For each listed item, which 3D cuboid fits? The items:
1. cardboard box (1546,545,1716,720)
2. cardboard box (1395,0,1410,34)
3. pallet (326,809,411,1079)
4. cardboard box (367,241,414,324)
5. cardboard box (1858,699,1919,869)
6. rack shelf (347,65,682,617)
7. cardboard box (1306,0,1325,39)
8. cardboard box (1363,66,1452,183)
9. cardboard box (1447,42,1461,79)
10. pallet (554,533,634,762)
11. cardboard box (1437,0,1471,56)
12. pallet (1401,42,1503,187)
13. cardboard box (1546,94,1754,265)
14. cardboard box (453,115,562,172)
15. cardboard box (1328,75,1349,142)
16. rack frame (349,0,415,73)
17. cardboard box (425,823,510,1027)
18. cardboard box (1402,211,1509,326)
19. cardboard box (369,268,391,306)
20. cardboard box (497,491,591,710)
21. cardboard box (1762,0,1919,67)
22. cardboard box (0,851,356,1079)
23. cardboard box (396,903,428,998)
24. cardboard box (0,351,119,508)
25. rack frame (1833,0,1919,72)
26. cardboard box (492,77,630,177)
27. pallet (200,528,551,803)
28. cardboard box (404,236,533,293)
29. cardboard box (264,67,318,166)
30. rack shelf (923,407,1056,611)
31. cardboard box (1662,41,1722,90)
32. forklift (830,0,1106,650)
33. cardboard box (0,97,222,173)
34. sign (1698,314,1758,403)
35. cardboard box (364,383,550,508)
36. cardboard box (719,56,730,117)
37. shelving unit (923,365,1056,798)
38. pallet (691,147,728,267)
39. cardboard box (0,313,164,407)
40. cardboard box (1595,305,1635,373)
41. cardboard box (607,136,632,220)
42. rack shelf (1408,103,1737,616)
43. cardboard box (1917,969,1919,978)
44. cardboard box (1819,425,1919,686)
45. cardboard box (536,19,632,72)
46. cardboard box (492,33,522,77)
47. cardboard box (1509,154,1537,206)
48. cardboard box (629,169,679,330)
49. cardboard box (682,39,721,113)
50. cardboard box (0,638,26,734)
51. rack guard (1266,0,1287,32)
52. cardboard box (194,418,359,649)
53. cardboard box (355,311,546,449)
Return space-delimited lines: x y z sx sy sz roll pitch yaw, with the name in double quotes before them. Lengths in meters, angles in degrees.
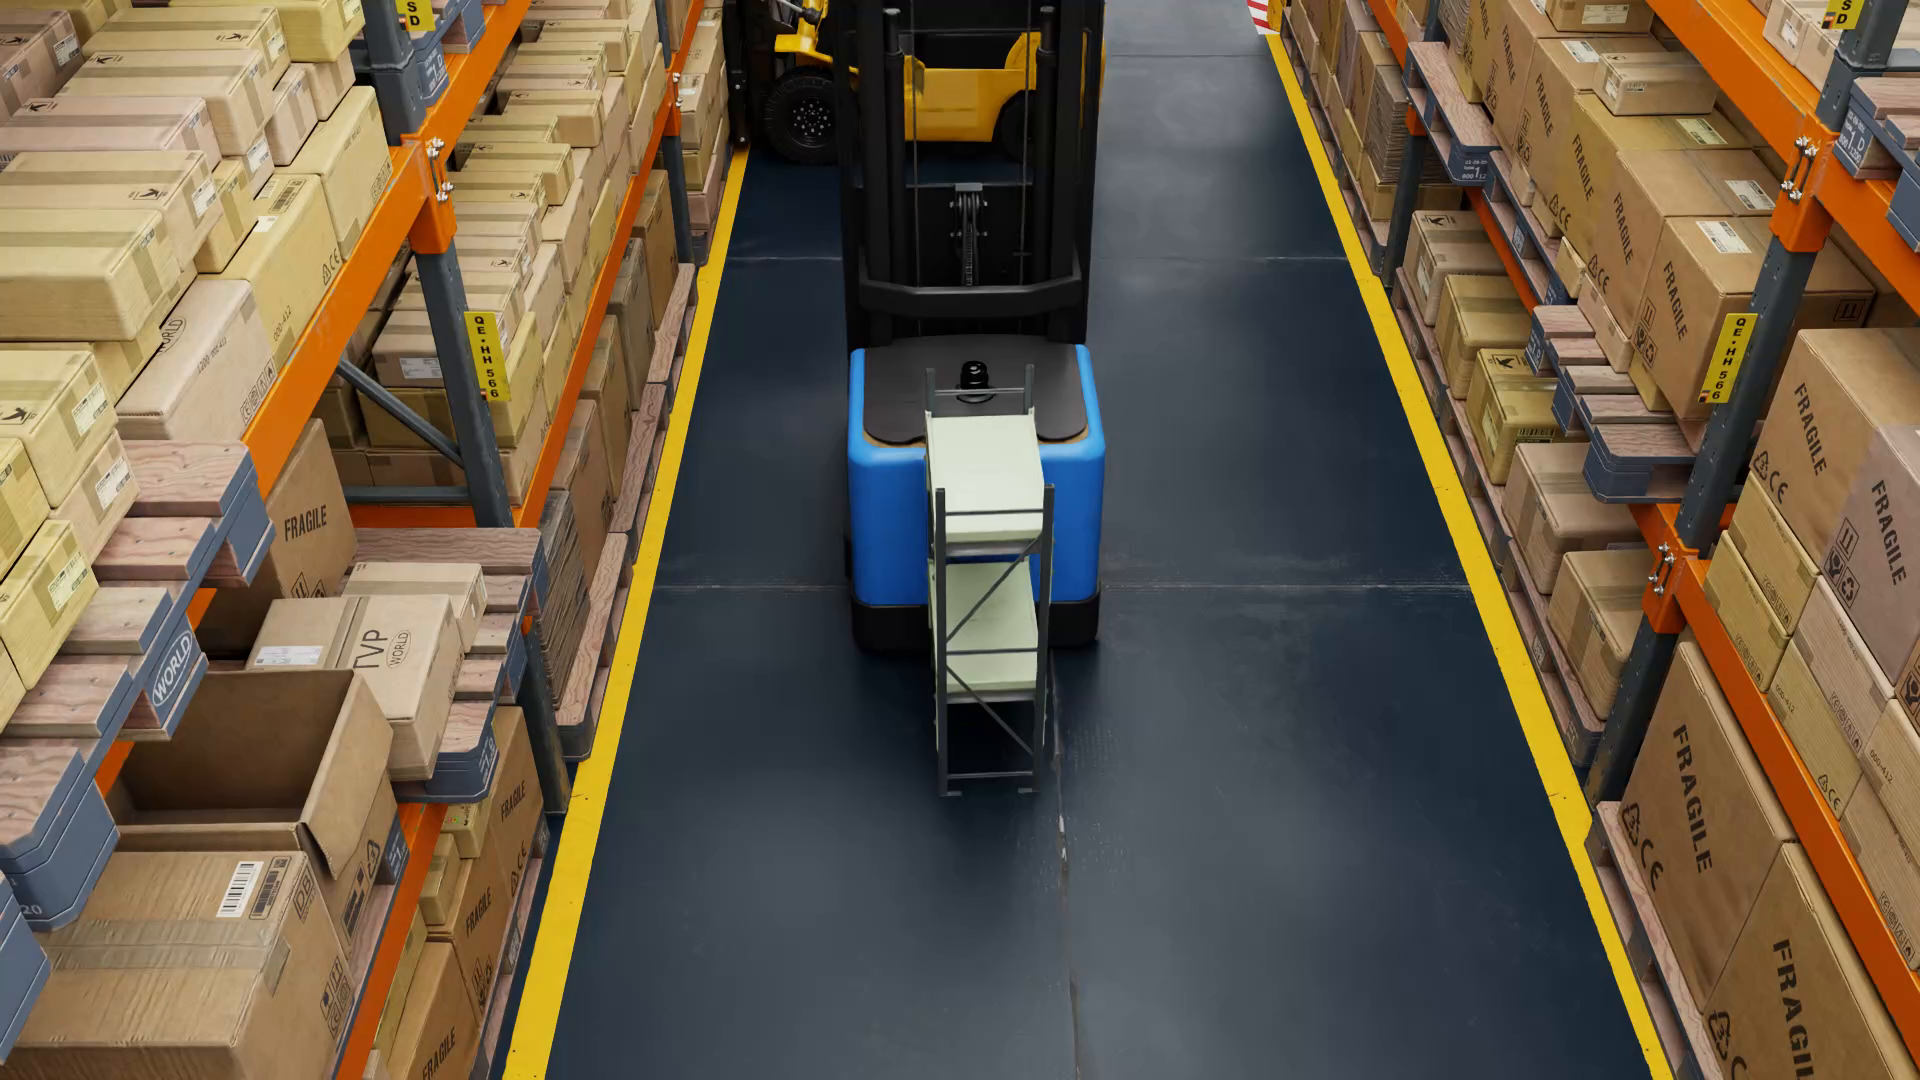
"cardboard box" 2.952 0.358 6.670 0.950 0.372 0.625 -2 39 -3
"cardboard box" 2.625 -2.910 9.184 0.380 0.149 0.250 1 39 1
"pallet" -2.014 1.147 4.074 1.003 0.211 1.213 0 39 0
"cardboard box" -2.302 -0.881 6.171 0.500 0.250 0.500 0 39 0
"cardboard box" 2.684 0.665 4.241 0.500 0.250 0.500 0 39 0
"rack shelf" -2.024 -1.114 7.317 1.077 0.370 4.000 0 39 0
"cardboard box" 2.663 -3.690 11.219 0.500 0.500 0.500 -1 39 -2
"cardboard box" 2.669 -2.405 9.616 0.500 0.500 0.500 -1 39 -1
"cardboard box" 2.622 -2.371 8.176 0.380 0.149 0.250 0 39 1
"pallet" -1.983 0.429 7.046 1.003 0.211 1.213 0 39 0
"cardboard box" 2.651 -2.677 8.038 0.500 0.500 0.500 1 39 1
"pallet" 2.793 -2.099 8.123 1.003 0.211 1.213 0 39 0
"cardboard box" 2.650 -1.392 6.435 0.500 0.500 0.500 -3 39 -3
"cardboard box" -1.836 -1.606 6.756 0.380 0.149 0.250 0 39 0
"cardboard box" 2.662 -2.763 10.662 0.500 0.250 0.500 1 39 1
"rack frame" -2.021 -2.485 3.655 1.000 3.000 0.127 0 39 0
"cardboard box" -1.816 1.245 5.461 0.500 0.500 0.500 -1 39 -1
"cardboard box" 2.941 -1.462 8.941 0.950 0.372 0.625 0 39 1
"cardboard box" -2.275 -0.965 5.957 0.380 0.149 0.250 0 39 0
"cardboard box" -2.008 0.229 6.629 0.875 0.625 0.625 1 39 1
"cardboard box" 2.724 -1.575 5.119 0.380 0.149 0.250 0 39 0
"cardboard box" -1.795 1.037 3.642 0.700 0.500 0.500 0 39 0
"cardboard box" -1.825 1.223 4.969 0.380 0.149 0.250 1 39 1
"cardboard box" -1.639 -0.184 2.730 0.380 0.149 0.250 0 39 0
"rack frame" 2.942 -2.491 3.663 1.000 3.000 0.127 0 39 0
"cardboard box" -1.767 -1.834 7.360 0.500 0.250 0.500 1 39 1
"pallet" -1.950 0.355 5.062 1.213 0.211 1.003 0 39 0
"cardboard box" -1.755 -0.964 5.955 0.380 0.149 0.250 1 39 1
"cardboard box" -1.799 -1.028 4.037 0.380 0.149 0.250 -1 39 -1
"rack shelf" 0.095 -0.125 6.080 0.431 0.370 0.720 -2 39 -3
"cardboard box" 3.165 -1.721 6.846 0.500 0.500 0.500 -1 39 -2
"forklift" 0.019 -1.577 7.374 1.130 2.935 3.031 -1 39 -2
"cardboard box" -1.821 -0.823 3.543 0.380 0.149 0.250 -1 39 -1
"sign" 2.400 -0.565 5.193 0.100 0.325 0.005 0 39 0
"cardboard box" -1.777 -0.363 5.925 0.500 0.250 0.500 0 39 0
"cardboard box" -1.709 -2.864 10.388 0.500 0.250 0.500 0 39 0
"shelving unit" 0.095 0.179 6.326 0.431 1.500 0.755 -2 39 -3
"pallet" -1.985 -2.055 10.145 1.003 0.211 1.213 0 39 0
"cardboard box" -1.805 -0.386 3.235 0.380 0.149 0.250 1 39 1
"cardboard box" 2.589 -0.746 6.147 0.380 0.149 0.250 0 39 0
"cardboard box" -1.788 -1.647 7.527 0.500 0.250 0.500 0 39 0
"rack shelf" 2.940 -1.120 7.324 1.077 0.370 4.000 0 39 0
"cardboard box" 2.708 1.172 4.008 0.500 0.250 0.500 0 39 0
"cardboard box" 2.709 0.039 4.423 0.500 0.500 0.500 0 39 0
"cardboard box" -1.705 -2.245 7.555 0.380 0.149 0.250 -1 39 -1
"cardboard box" -2.291 -2.150 7.755 0.500 0.250 0.500 0 39 -1
"cardboard box" 2.596 -1.556 7.159 0.380 0.149 0.250 1 39 2
"cardboard box" -2.014 -1.557 8.857 0.875 0.625 0.625 2 39 2
"cardboard box" -1.703 -2.749 9.845 0.500 0.250 0.500 0 39 0
"cardboard box" -1.623 0.256 2.419 0.380 0.149 0.250 0 39 -1
"rack guard" 2.933 -4.130 12.504 1.175 0.500 0.348 0 39 0
"cardboard box" -2.177 -0.025 4.967 0.500 0.500 0.500 2 39 2
"cardboard box" -1.753 -0.558 5.768 0.500 0.250 0.500 0 39 0
